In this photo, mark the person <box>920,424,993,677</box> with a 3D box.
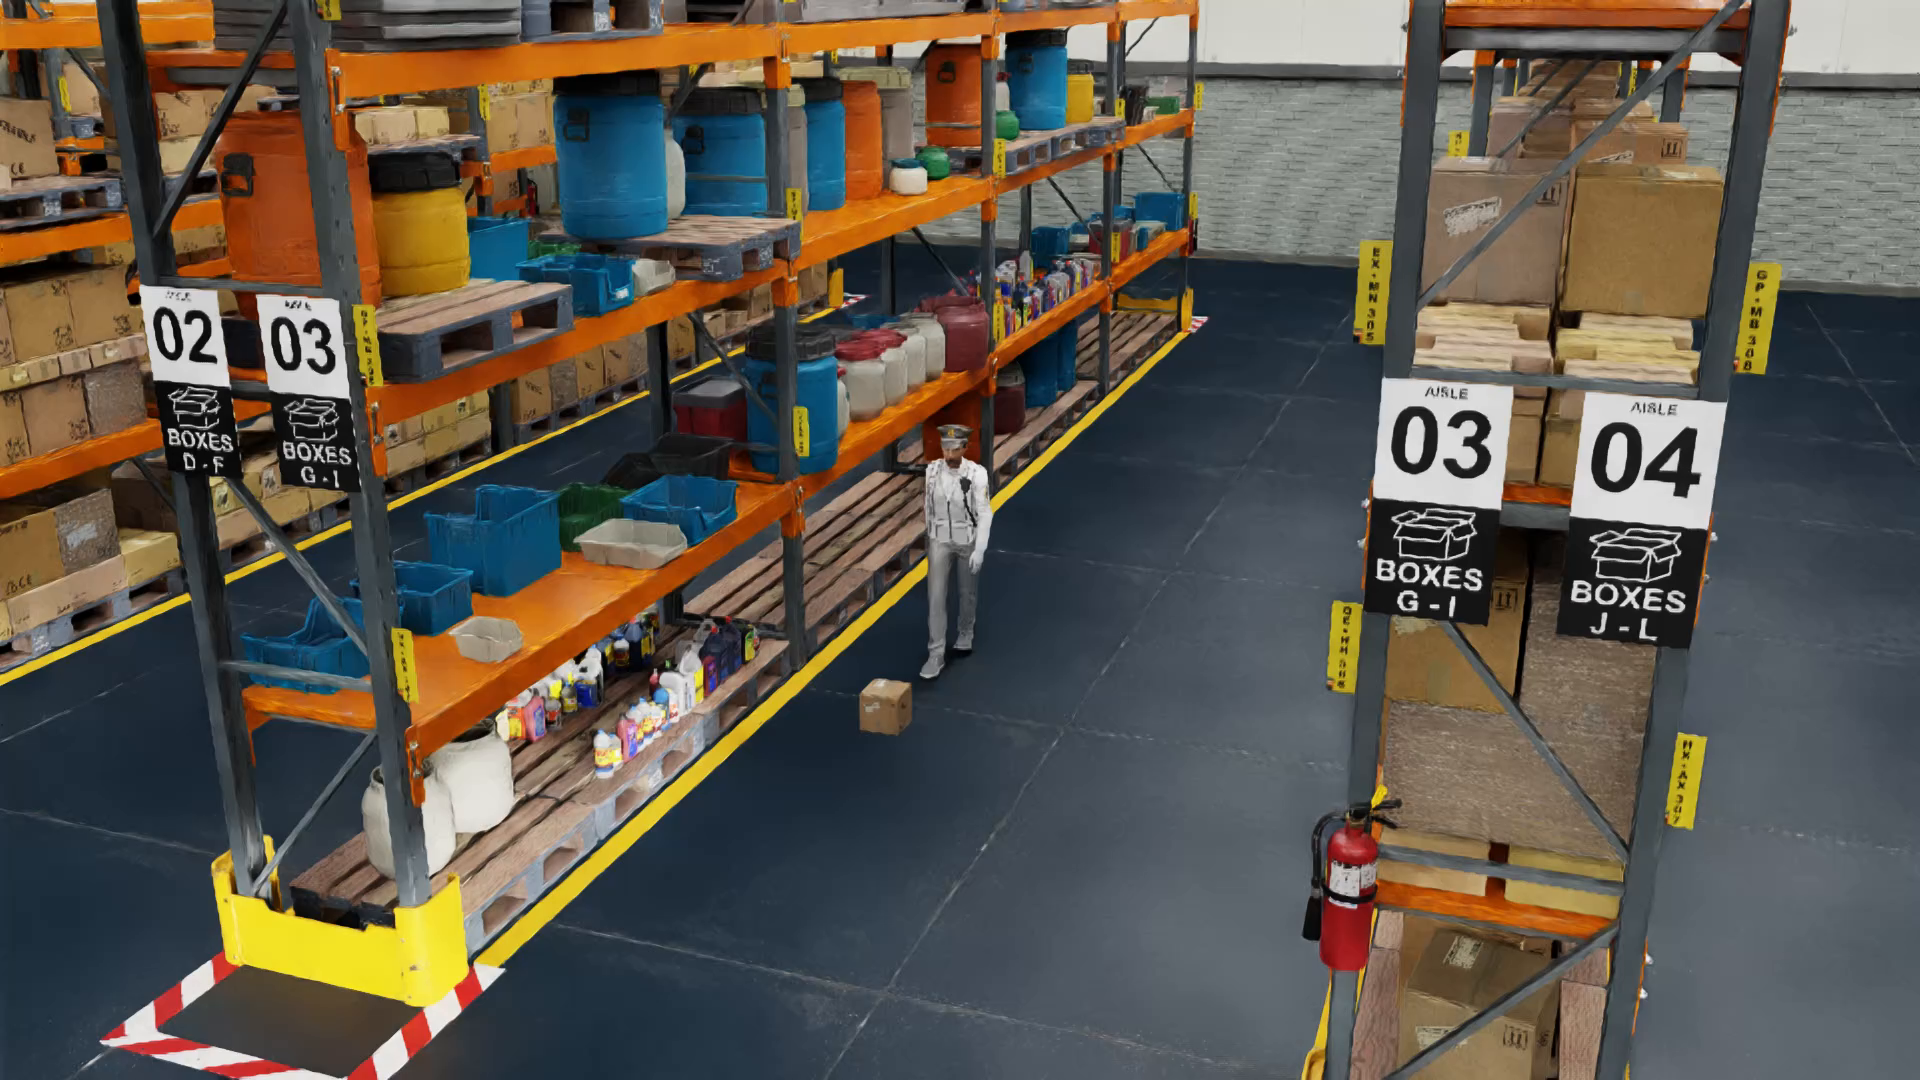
[{"bbox_3d":[-0.028,0.026,10.916,0.483,1.633,0.808,4,19,10],"label":"person"}]
